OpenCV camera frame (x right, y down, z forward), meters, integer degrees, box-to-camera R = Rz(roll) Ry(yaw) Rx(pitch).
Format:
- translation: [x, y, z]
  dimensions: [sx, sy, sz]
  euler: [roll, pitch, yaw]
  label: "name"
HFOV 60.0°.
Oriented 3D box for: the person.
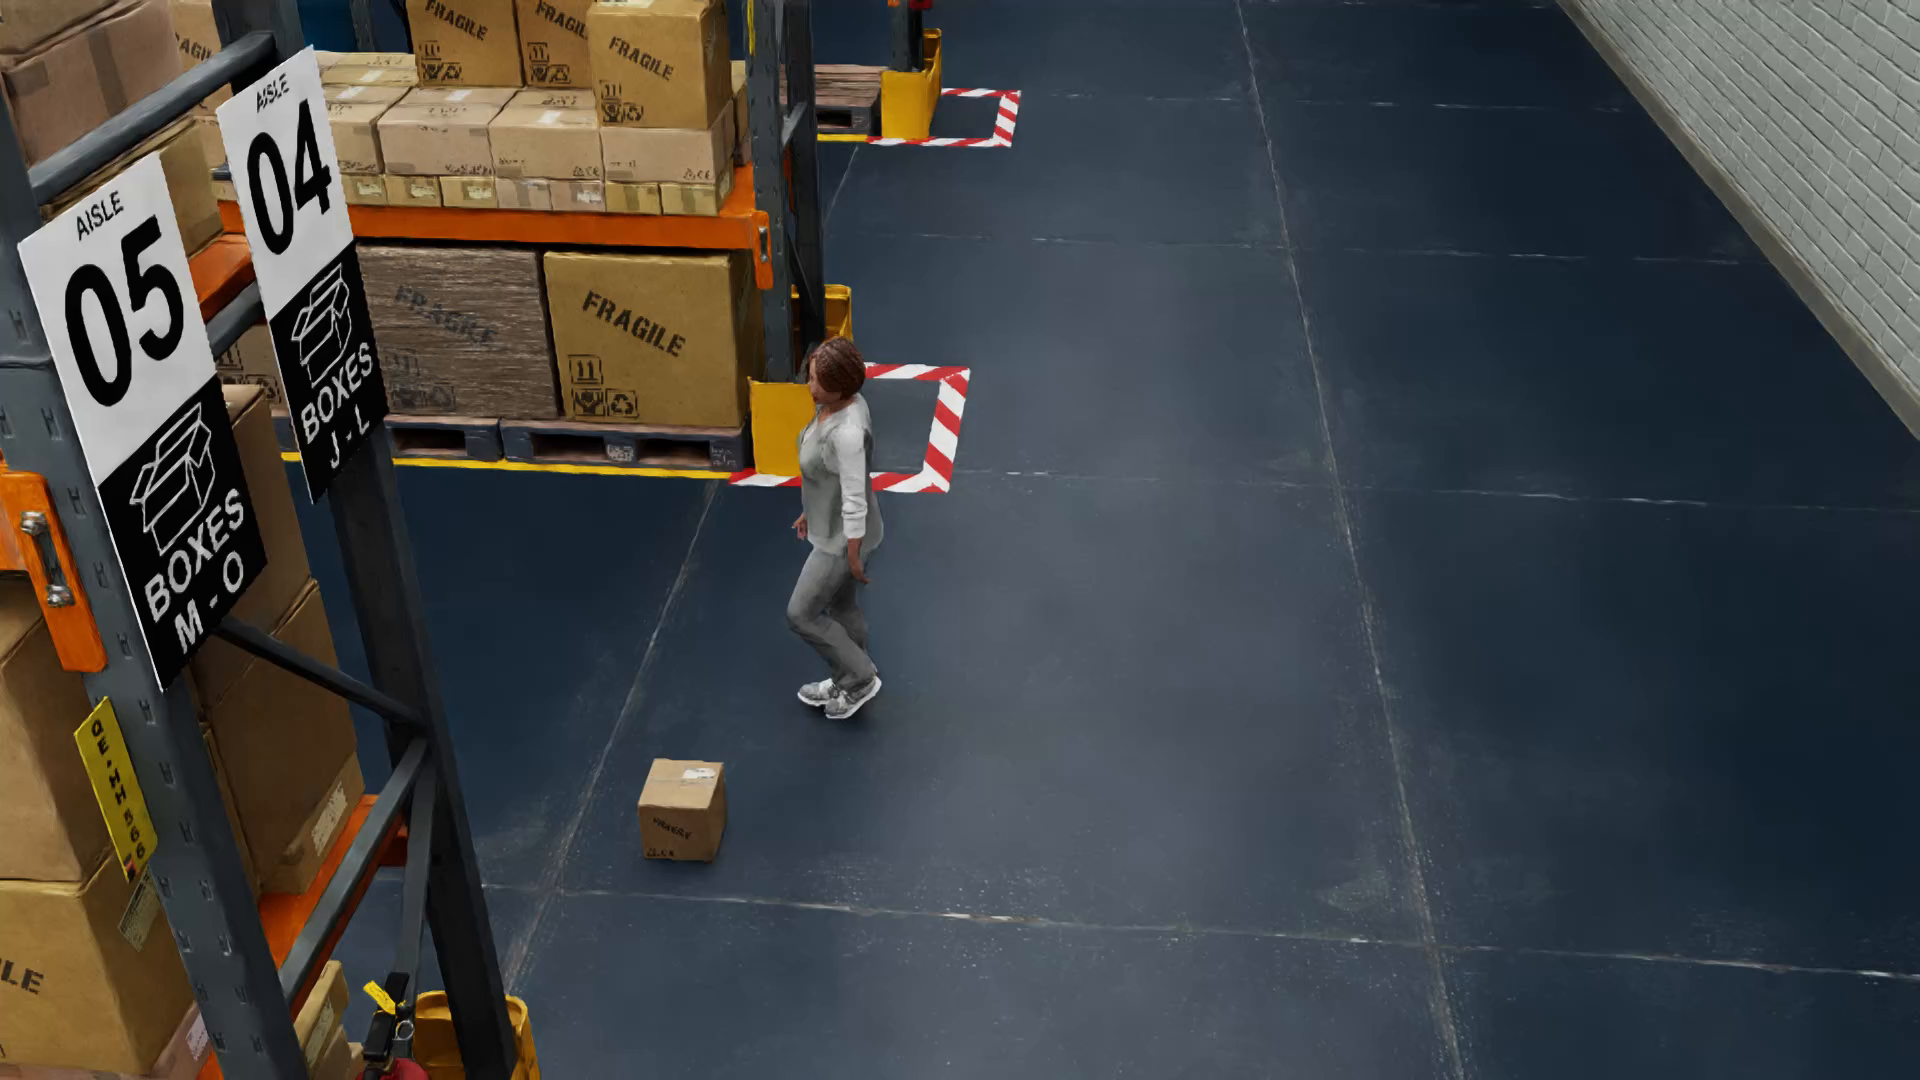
- translation: [-0.467, -0.004, 6.127]
  dimensions: [0.376, 1.591, 0.431]
  euler: [-2, 32, -4]
  label: "person"
